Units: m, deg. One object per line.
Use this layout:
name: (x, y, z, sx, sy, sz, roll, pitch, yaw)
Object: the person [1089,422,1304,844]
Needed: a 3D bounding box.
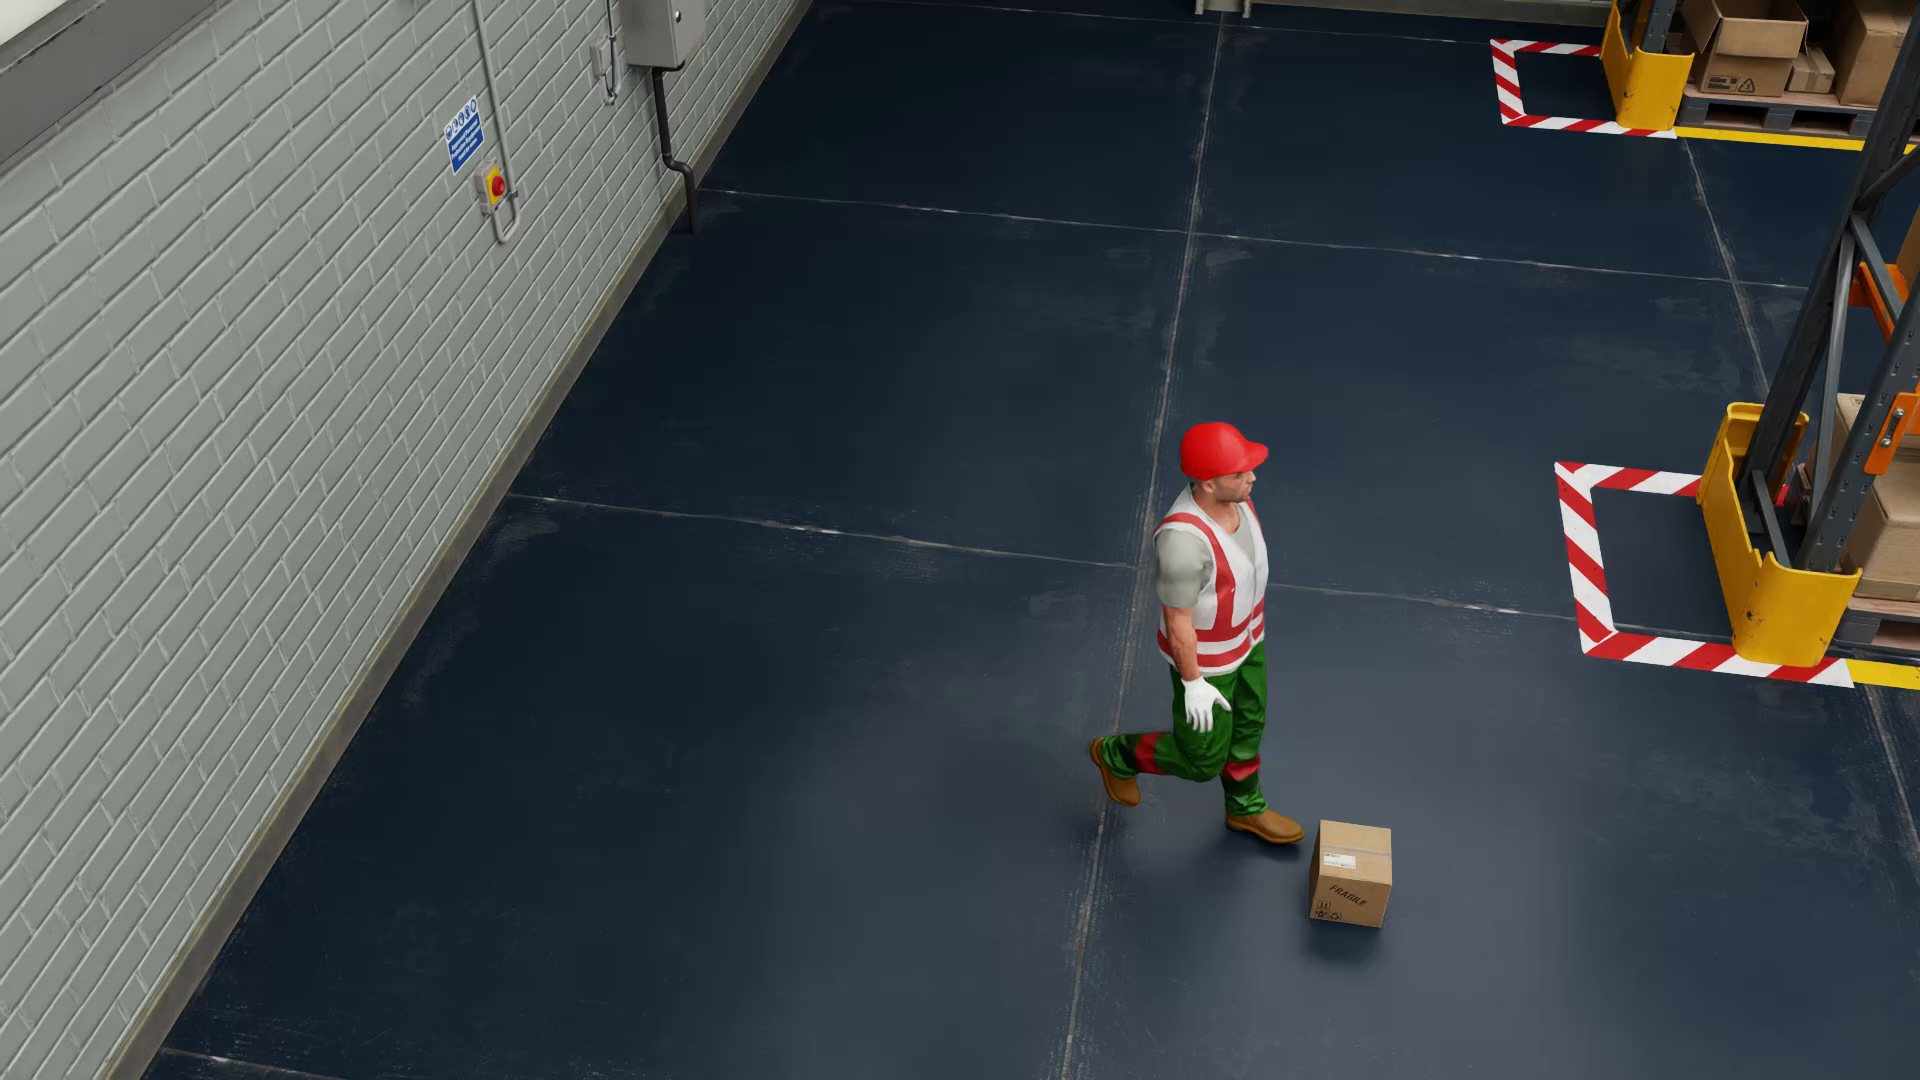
person: (0.880, 0.373, 5.682, 0.782, 1.780, 0.579, 24, 46, 26)
